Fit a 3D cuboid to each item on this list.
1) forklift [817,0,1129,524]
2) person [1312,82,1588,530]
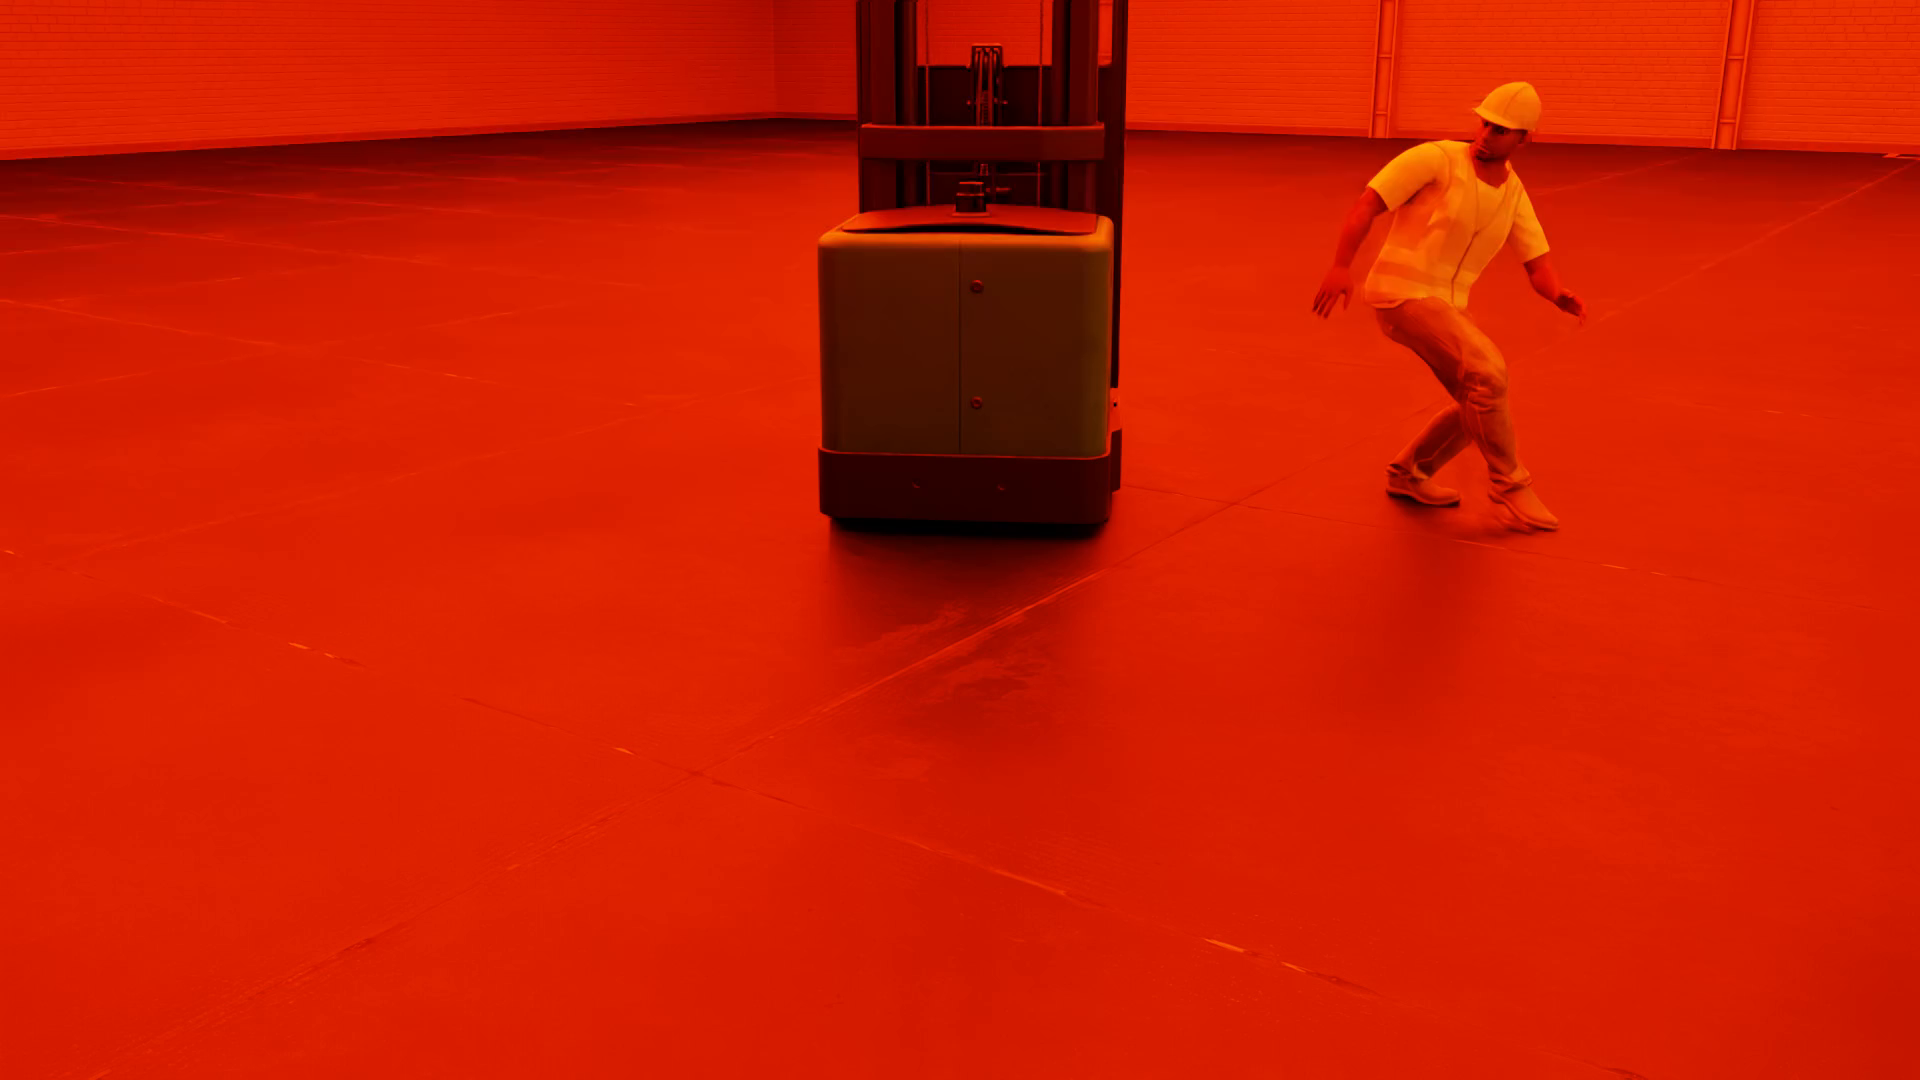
[{"bbox_3d":[0.153,-1.834,6.966,1.130,2.935,3.031,2,17,6],"label":"forklift"},{"bbox_3d":[1.836,-0.843,6.043,0.806,1.584,0.822,-14,21,-38],"label":"person"}]
